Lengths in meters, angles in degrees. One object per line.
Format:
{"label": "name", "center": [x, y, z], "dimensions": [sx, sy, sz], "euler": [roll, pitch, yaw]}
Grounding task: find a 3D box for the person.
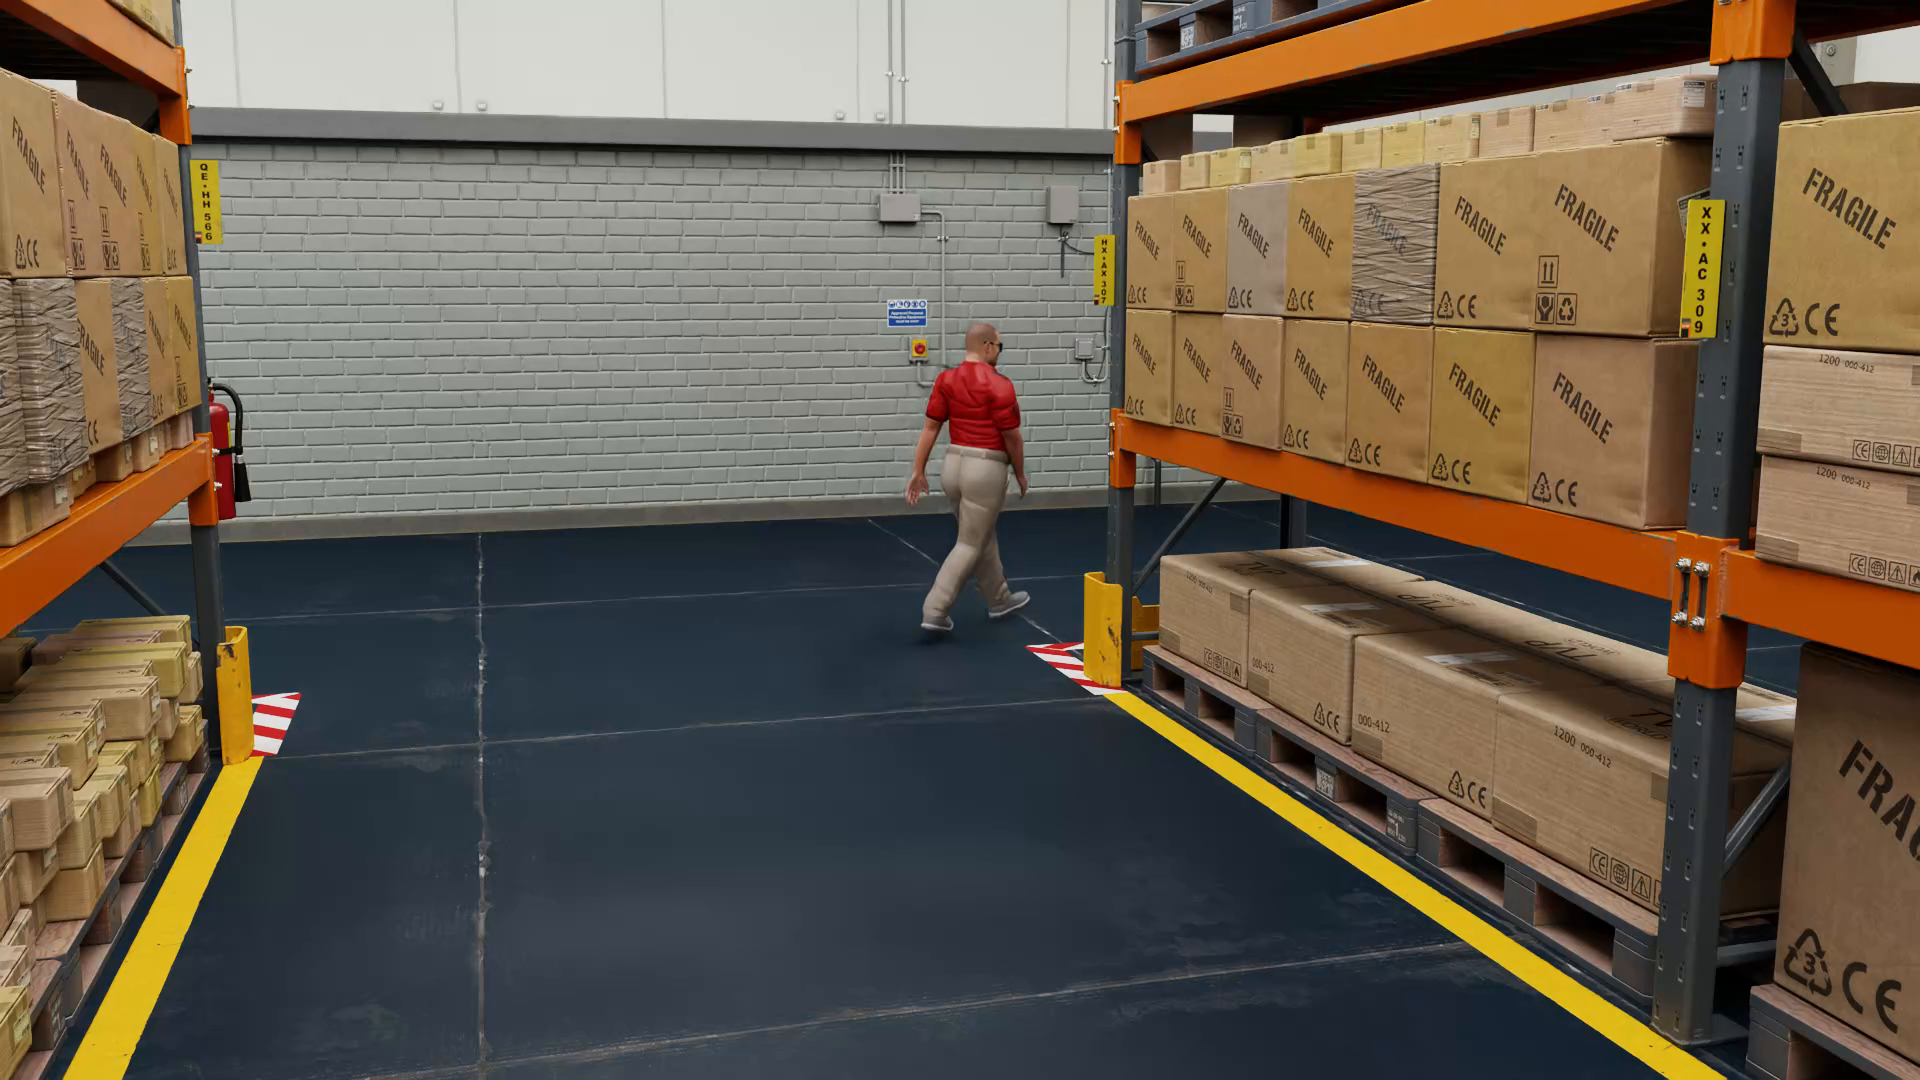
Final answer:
{"label": "person", "center": [0.115, -0.355, 9.109], "dimensions": [0.623, 1.668, 0.984], "euler": [9, 13, 43]}
